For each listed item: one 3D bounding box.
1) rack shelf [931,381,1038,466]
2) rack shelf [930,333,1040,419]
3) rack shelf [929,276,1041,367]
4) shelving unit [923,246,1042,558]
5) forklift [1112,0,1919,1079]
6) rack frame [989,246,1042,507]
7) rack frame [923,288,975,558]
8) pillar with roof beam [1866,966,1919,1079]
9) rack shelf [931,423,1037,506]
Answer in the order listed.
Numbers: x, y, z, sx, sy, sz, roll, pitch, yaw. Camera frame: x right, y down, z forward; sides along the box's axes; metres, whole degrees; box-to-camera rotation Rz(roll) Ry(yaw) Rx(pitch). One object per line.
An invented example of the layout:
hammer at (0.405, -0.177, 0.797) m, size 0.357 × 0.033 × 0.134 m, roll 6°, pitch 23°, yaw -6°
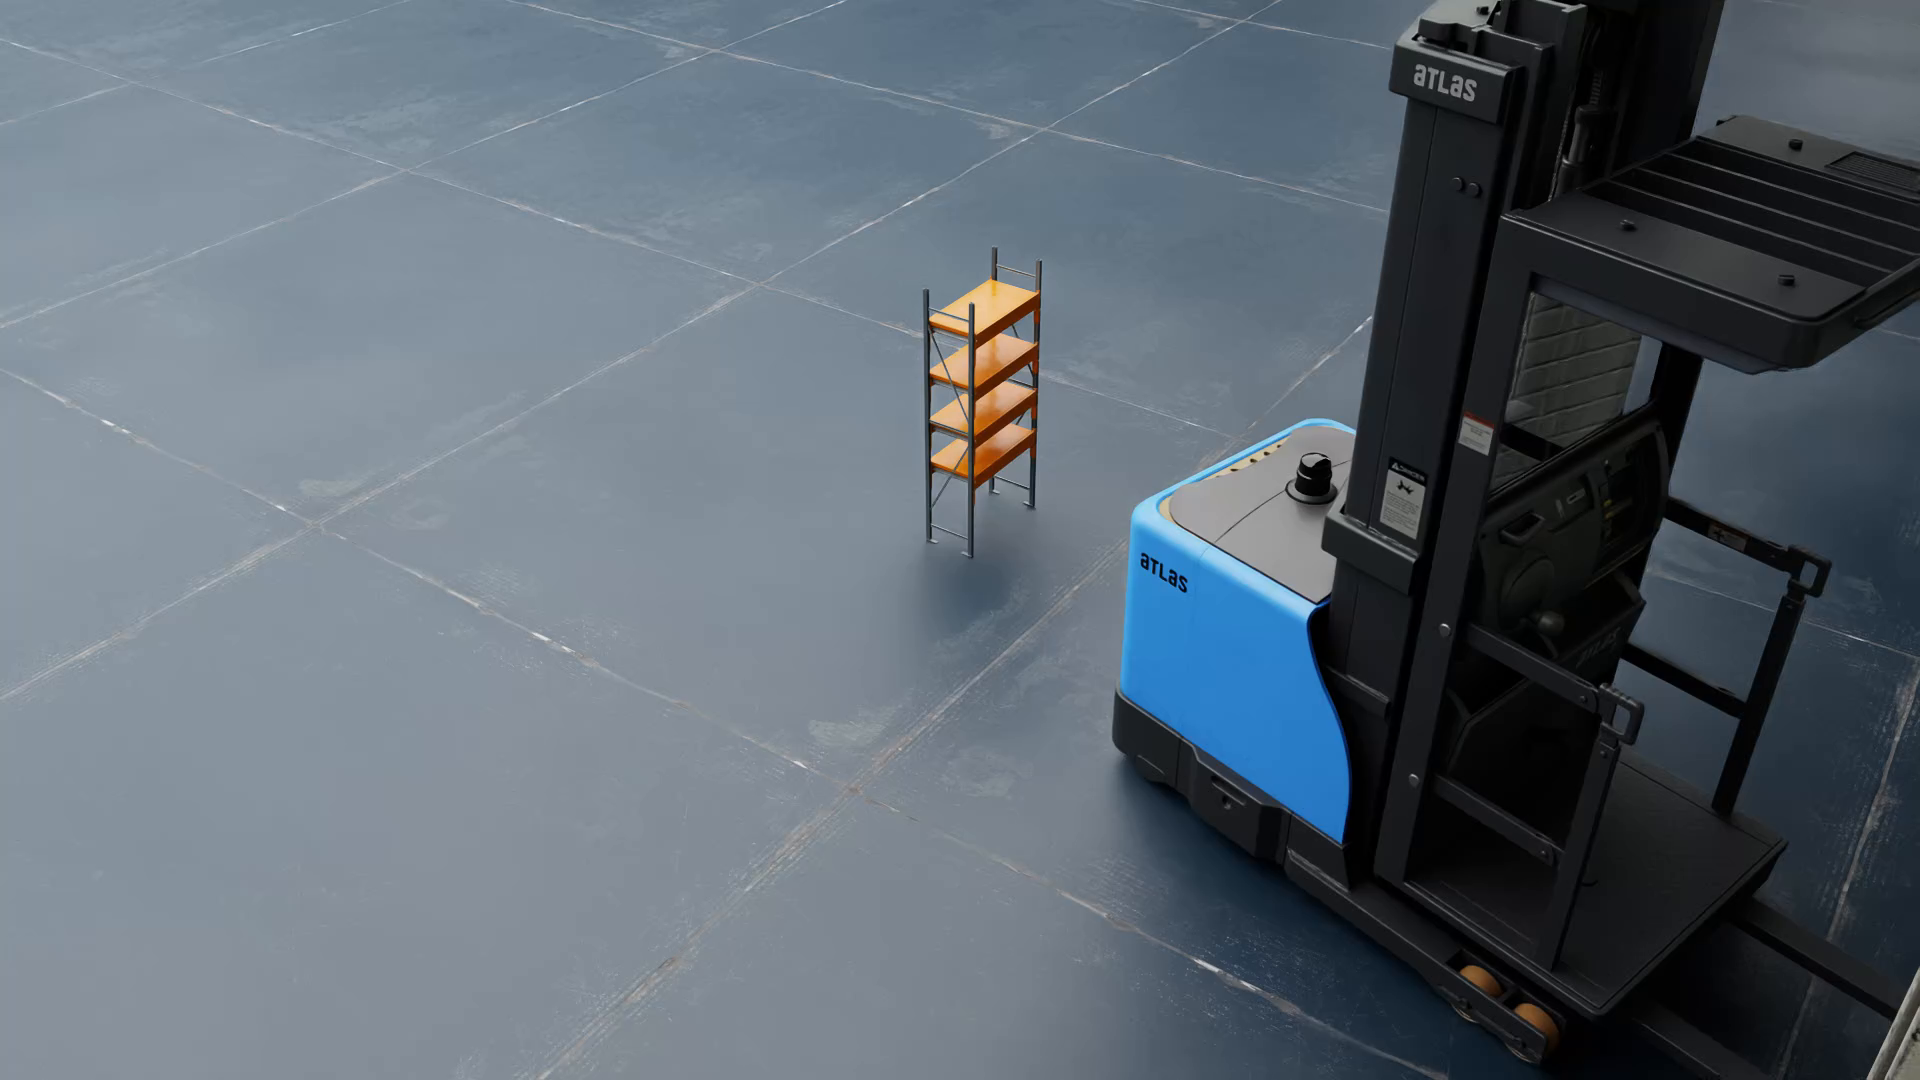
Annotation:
rack shelf at (0.094, -0.517, 7.064) m, size 0.258 × 0.148 × 0.480 m, roll 21°, pitch 39°, yaw 28°
rack shelf at (0.094, -0.703, 6.939) m, size 0.258 × 0.148 × 0.480 m, roll 21°, pitch 39°, yaw 28°
rack shelf at (0.094, -0.899, 6.806) m, size 0.258 × 0.148 × 0.480 m, roll 21°, pitch 39°, yaw 28°
shelving unit at (0.094, -0.573, 7.027) m, size 0.258 × 1.200 × 0.503 m, roll 21°, pitch 39°, yaw 28°
forklift at (1.892, 0.015, 4.611) m, size 1.130 × 2.935 × 3.031 m, roll -26°, pitch 42°, yaw -33°
rack frame at (0.233, -0.686, 7.193) m, size 0.240 × 1.200 × 0.015 m, roll 21°, pitch 39°, yaw 28°
rack frame at (-0.045, -0.461, 6.860) m, size 0.240 × 1.200 × 0.015 m, roll 21°, pitch 39°, yaw 28°
pillar with roof beam at (-1.189, -3.149, 3.874) m, size 9.100 × 9.000 × 0.400 m, roll 21°, pitch 39°, yaw 28°
rack shelf at (0.094, -0.353, 7.175) m, size 0.258 × 0.148 × 0.480 m, roll 21°, pitch 39°, yaw 28°
